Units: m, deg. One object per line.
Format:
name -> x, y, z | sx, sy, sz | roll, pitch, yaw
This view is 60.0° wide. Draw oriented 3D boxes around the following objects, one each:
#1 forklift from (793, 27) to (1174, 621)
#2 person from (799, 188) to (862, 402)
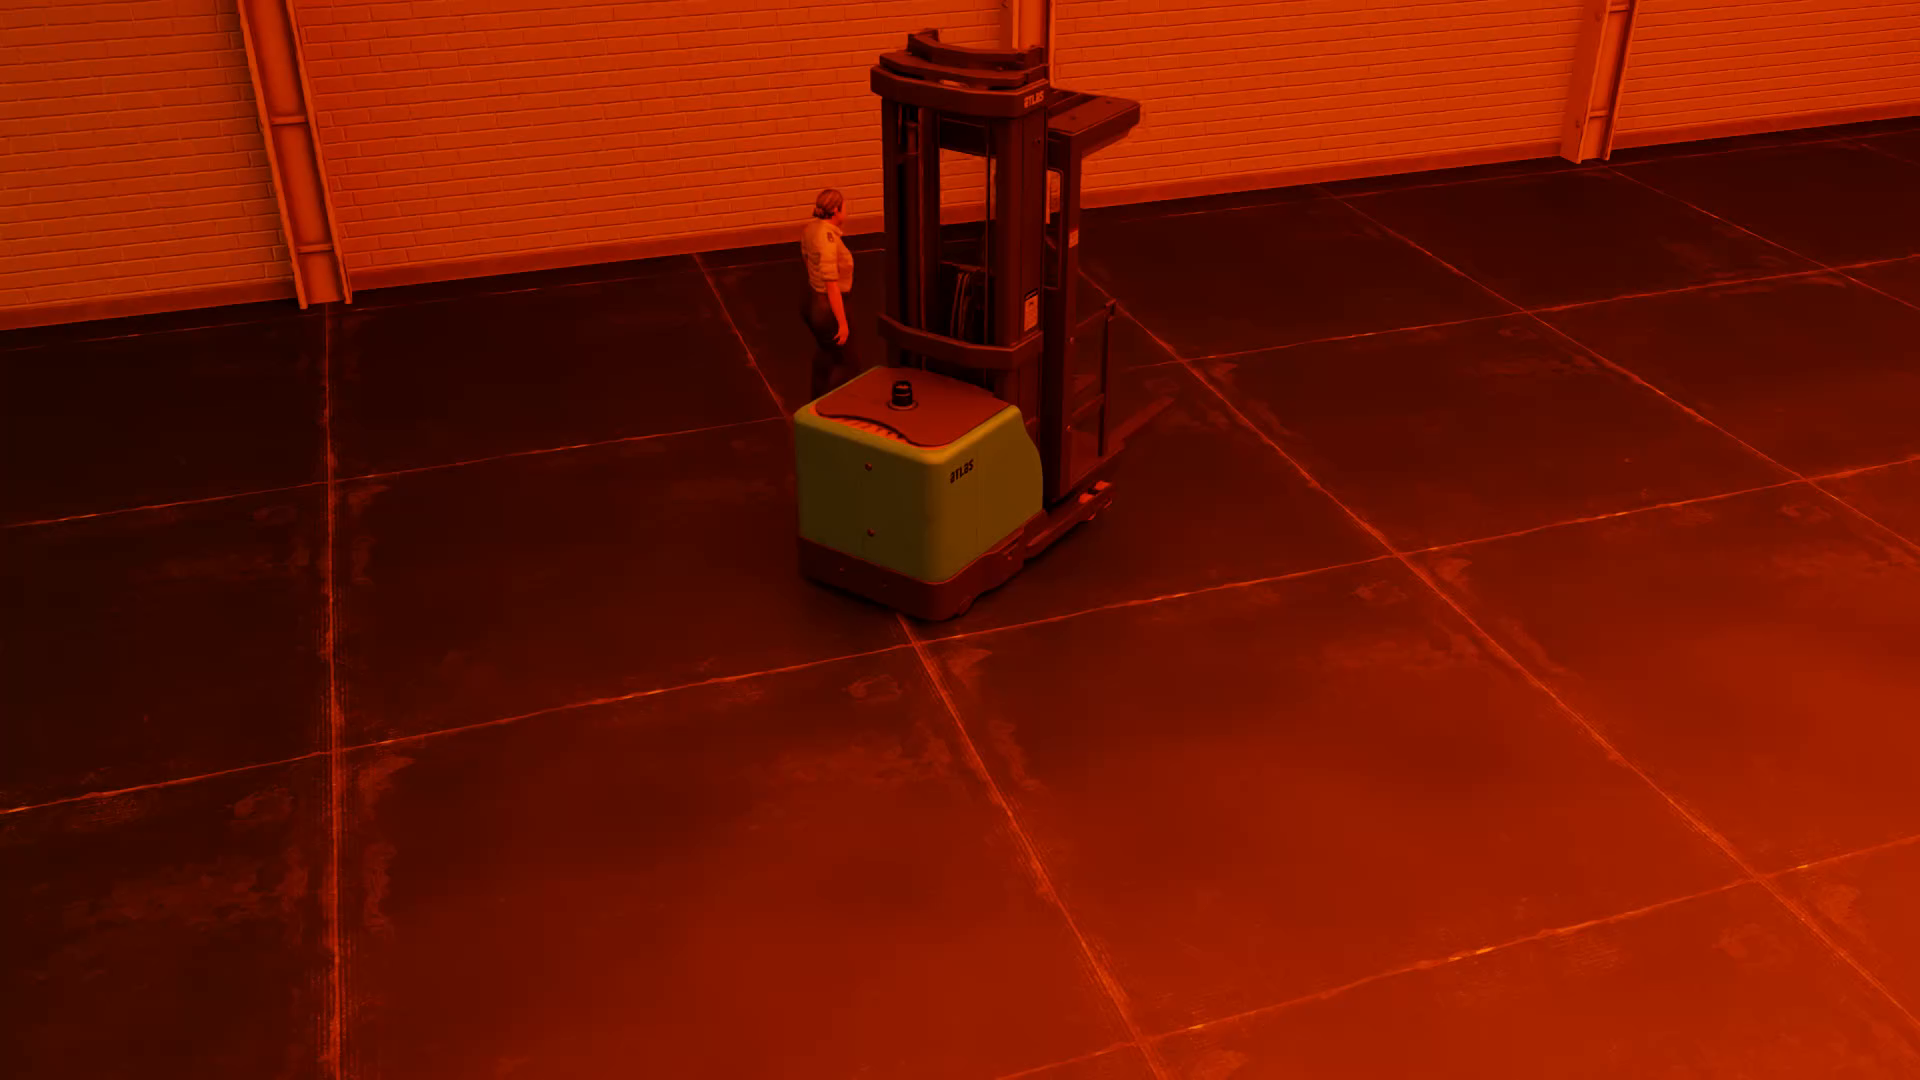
forklift -> 0.318, -1.512, 9.715 | 1.130, 2.935, 3.031 | 19, 35, 29
person -> -0.854, -1.543, 11.077 | 0.394, 1.630, 0.675 | -13, 32, -21
